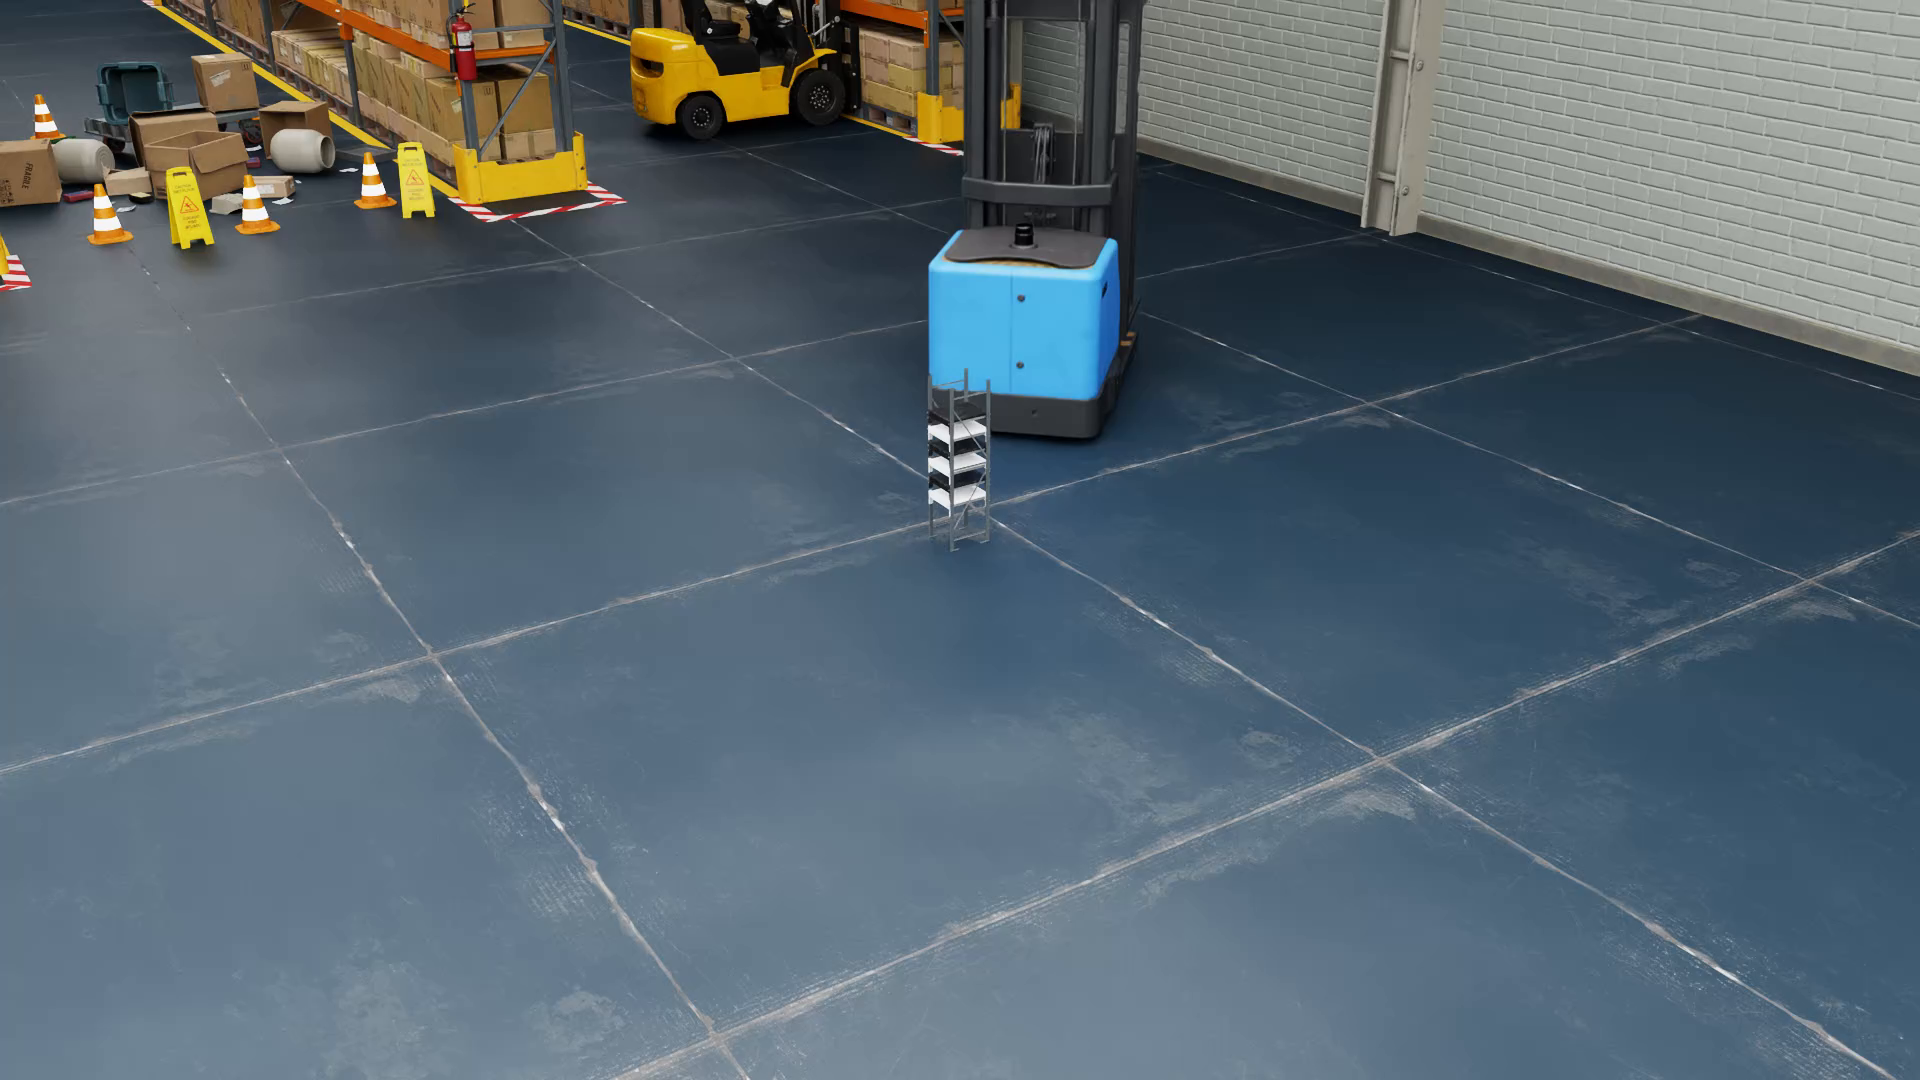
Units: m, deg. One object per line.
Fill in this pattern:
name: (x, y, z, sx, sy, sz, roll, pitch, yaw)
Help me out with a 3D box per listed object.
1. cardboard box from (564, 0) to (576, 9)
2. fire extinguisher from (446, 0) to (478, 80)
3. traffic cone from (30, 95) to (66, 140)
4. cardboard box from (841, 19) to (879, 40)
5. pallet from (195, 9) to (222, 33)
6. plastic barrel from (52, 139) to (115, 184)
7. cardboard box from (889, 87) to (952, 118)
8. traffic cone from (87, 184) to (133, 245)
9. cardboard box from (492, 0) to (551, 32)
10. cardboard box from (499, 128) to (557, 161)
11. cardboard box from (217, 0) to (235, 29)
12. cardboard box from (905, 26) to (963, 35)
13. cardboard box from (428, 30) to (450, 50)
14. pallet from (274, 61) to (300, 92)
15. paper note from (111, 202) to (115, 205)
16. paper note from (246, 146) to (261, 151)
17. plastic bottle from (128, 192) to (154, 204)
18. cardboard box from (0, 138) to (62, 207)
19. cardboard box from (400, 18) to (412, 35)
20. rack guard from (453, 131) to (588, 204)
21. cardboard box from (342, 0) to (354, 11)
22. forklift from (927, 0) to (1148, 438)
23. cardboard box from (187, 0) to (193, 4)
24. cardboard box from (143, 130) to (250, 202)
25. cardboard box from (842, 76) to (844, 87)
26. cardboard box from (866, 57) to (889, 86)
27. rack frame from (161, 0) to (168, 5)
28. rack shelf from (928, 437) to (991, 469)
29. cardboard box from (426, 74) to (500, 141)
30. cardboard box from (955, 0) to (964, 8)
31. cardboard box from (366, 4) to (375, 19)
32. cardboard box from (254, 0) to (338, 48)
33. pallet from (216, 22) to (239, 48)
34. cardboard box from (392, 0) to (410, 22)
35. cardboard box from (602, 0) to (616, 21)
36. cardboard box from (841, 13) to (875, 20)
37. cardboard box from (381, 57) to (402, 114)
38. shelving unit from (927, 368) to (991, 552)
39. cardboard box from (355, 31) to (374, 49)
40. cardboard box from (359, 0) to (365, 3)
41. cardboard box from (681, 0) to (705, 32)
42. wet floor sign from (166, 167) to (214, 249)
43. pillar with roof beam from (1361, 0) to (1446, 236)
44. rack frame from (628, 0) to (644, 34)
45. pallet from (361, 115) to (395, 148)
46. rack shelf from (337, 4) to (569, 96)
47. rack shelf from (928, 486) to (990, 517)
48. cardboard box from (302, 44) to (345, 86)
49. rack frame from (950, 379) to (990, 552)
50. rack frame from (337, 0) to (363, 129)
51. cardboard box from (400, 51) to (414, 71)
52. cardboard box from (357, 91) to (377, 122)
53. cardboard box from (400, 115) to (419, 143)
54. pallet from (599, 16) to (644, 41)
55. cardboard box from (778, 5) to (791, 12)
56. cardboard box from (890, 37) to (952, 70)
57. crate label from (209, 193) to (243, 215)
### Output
cardboard box: (-5.816, -8.517, 25.715, 0.500, 0.500, 0.500, -17, 30, -31)
fire extinguisher: (-4.388, -4.417, 14.684, 0.296, 0.674, 0.183, -16, 29, -30)
traffic cone: (-9.807, -4.526, 17.795, 0.336, 0.463, 0.334, -16, 29, -30)
cardboard box: (-1.258, -5.792, 19.063, 0.500, 0.250, 0.500, -16, 30, -31)
pallet: (-10.965, -7.922, 25.284, 1.003, 0.211, 1.213, -16, 29, -30)
plastic barrel: (-8.436, -3.628, 15.940, 0.512, 0.421, 0.421, 3, 25, 6)
cardboard box: (-0.429, -4.800, 18.132, 0.500, 0.250, 0.500, -15, 29, -29)
traffic cone: (-7.257, -2.785, 14.107, 0.336, 0.463, 0.334, -16, 29, -30)
cardboard box: (-4.091, -5.014, 15.393, 0.500, 0.500, 0.500, -16, 30, -30)
cardboard box: (-4.273, -3.900, 16.227, 0.500, 0.250, 0.500, -16, 30, -30)
cardboard box: (-10.210, -7.919, 24.007, 0.875, 0.875, 0.875, -15, 29, -28)
cardboard box: (-0.288, -5.551, 18.553, 0.500, 0.250, 0.500, -15, 29, -29)
cardboard box: (-4.679, -4.636, 15.350, 0.380, 0.149, 0.250, -16, 30, -30)
pallet: (-8.007, -5.921, 21.046, 1.003, 0.211, 1.213, -16, 29, -30)
paper note: (-7.805, -3.095, 15.294, 0.032, 0.001, 0.123, -1, 25, -3)
paper note: (-7.388, -4.102, 17.403, 0.148, 0.019, 0.142, -16, 29, -30)
plastic bottle: (-7.599, -3.172, 15.398, 0.283, 0.061, 0.133, 18, 31, 33)
cardboard box: (-8.633, -3.396, 15.356, 0.500, 0.500, 0.500, -10, 27, -21)
cardboard box: (-5.205, -5.012, 16.148, 0.380, 0.149, 0.250, -16, 30, -30)
rack guard: (-4.106, -3.497, 15.573, 1.175, 0.500, 0.348, -16, 29, -30)
cardboard box: (-6.345, -5.730, 17.669, 0.380, 0.149, 0.250, -16, 29, -30)
forklift: (0.615, -2.534, 10.685, 1.130, 2.935, 3.031, 5, 26, 11)
cardboard box: (-11.848, -8.817, 26.422, 0.875, 0.438, 0.875, -15, 29, -28)
cardboard box: (-7.145, -3.510, 15.596, 0.637, 0.503, 0.797, 7, 26, 15)
cardboard box: (-1.261, -5.341, 19.280, 0.500, 0.250, 0.500, -15, 29, -28)
cardboard box: (-0.700, -5.214, 18.425, 0.500, 0.250, 0.500, -16, 30, -30)
rack frame: (-12.799, -10.323, 27.104, 1.000, 3.000, 0.127, -16, 29, -30)
rack shelf: (-0.004, -0.461, 8.540, 0.258, 0.077, 0.200, -16, 29, -30)
cardboard box: (-4.721, -4.112, 15.797, 0.500, 0.500, 0.500, -15, 29, -29)
cardboard box: (0.054, -6.046, 17.926, 0.500, 0.500, 0.500, -14, 29, -28)
cardboard box: (-5.887, -5.468, 17.113, 0.380, 0.149, 0.250, -15, 29, -28)
cardboard box: (-8.739, -6.958, 21.971, 0.875, 0.875, 0.875, -16, 30, -30)
pallet: (-10.131, -7.373, 24.122, 1.003, 0.211, 1.213, -16, 29, -30)
cardboard box: (-5.132, -5.270, 15.935, 0.500, 0.500, 0.500, -16, 29, -30)
cardboard box: (-4.951, -7.962, 24.539, 0.500, 0.500, 0.500, -16, 30, -30)
cardboard box: (-1.107, -6.095, 19.706, 0.500, 0.250, 0.500, -15, 29, -29)
cardboard box: (-5.569, -4.668, 16.976, 0.500, 0.500, 0.500, -14, 29, -27)
shelving unit: (-0.004, -0.410, 8.564, 0.258, 0.900, 0.210, -16, 29, -30)
cardboard box: (-6.135, -5.278, 17.507, 0.380, 0.149, 0.250, -15, 29, -29)
cardboard box: (-5.948, -5.815, 17.088, 0.500, 0.500, 0.500, -16, 29, -30)
cardboard box: (-3.215, -7.037, 22.433, 0.875, 0.625, 0.625, -17, 30, -32)
wet floor sign: (-6.482, -2.797, 13.920, 0.267, 0.644, 0.232, -22, 33, -38)
pillar with roof beam: (0.136, -5.781, 10.456, 9.100, 9.000, 0.400, -16, 29, -30)
rack frame: (-4.275, -8.620, 23.496, 1.000, 3.000, 0.127, -16, 29, -30)
pallet: (-5.852, -4.538, 18.116, 1.003, 0.211, 1.213, -16, 29, -30)
rack shelf: (-5.157, -4.991, 16.651, 1.077, 0.370, 4.000, -16, 29, -30)
rack shelf: (-0.004, -0.217, 8.655, 0.258, 0.077, 0.200, -16, 29, -30)
cardboard box: (-7.313, -5.725, 19.949, 0.950, 0.372, 0.625, -14, 29, -28)
rack frame: (0.051, -0.373, 8.487, 0.240, 0.900, 0.006, -16, 29, -30)
rack frame: (-6.248, -6.031, 18.012, 1.000, 3.000, 0.127, -16, 29, -30)
cardboard box: (-5.254, -4.706, 16.296, 0.380, 0.149, 0.250, -14, 29, -27)
cardboard box: (-6.152, -4.704, 17.929, 0.500, 0.250, 0.500, -17, 30, -32)
cardboard box: (-5.298, -4.147, 16.749, 0.500, 0.250, 0.500, -17, 30, -31)
pallet: (-4.651, -7.635, 24.676, 1.003, 0.211, 1.213, -16, 29, -30)
cardboard box: (-2.090, -6.342, 20.228, 0.500, 0.250, 0.500, -16, 30, -30)
cardboard box: (-0.421, -5.249, 17.914, 0.500, 0.250, 0.500, -14, 29, -28)
crate label: (-6.606, -3.046, 15.041, 0.298, 0.136, 0.250, 12, 28, 24)
